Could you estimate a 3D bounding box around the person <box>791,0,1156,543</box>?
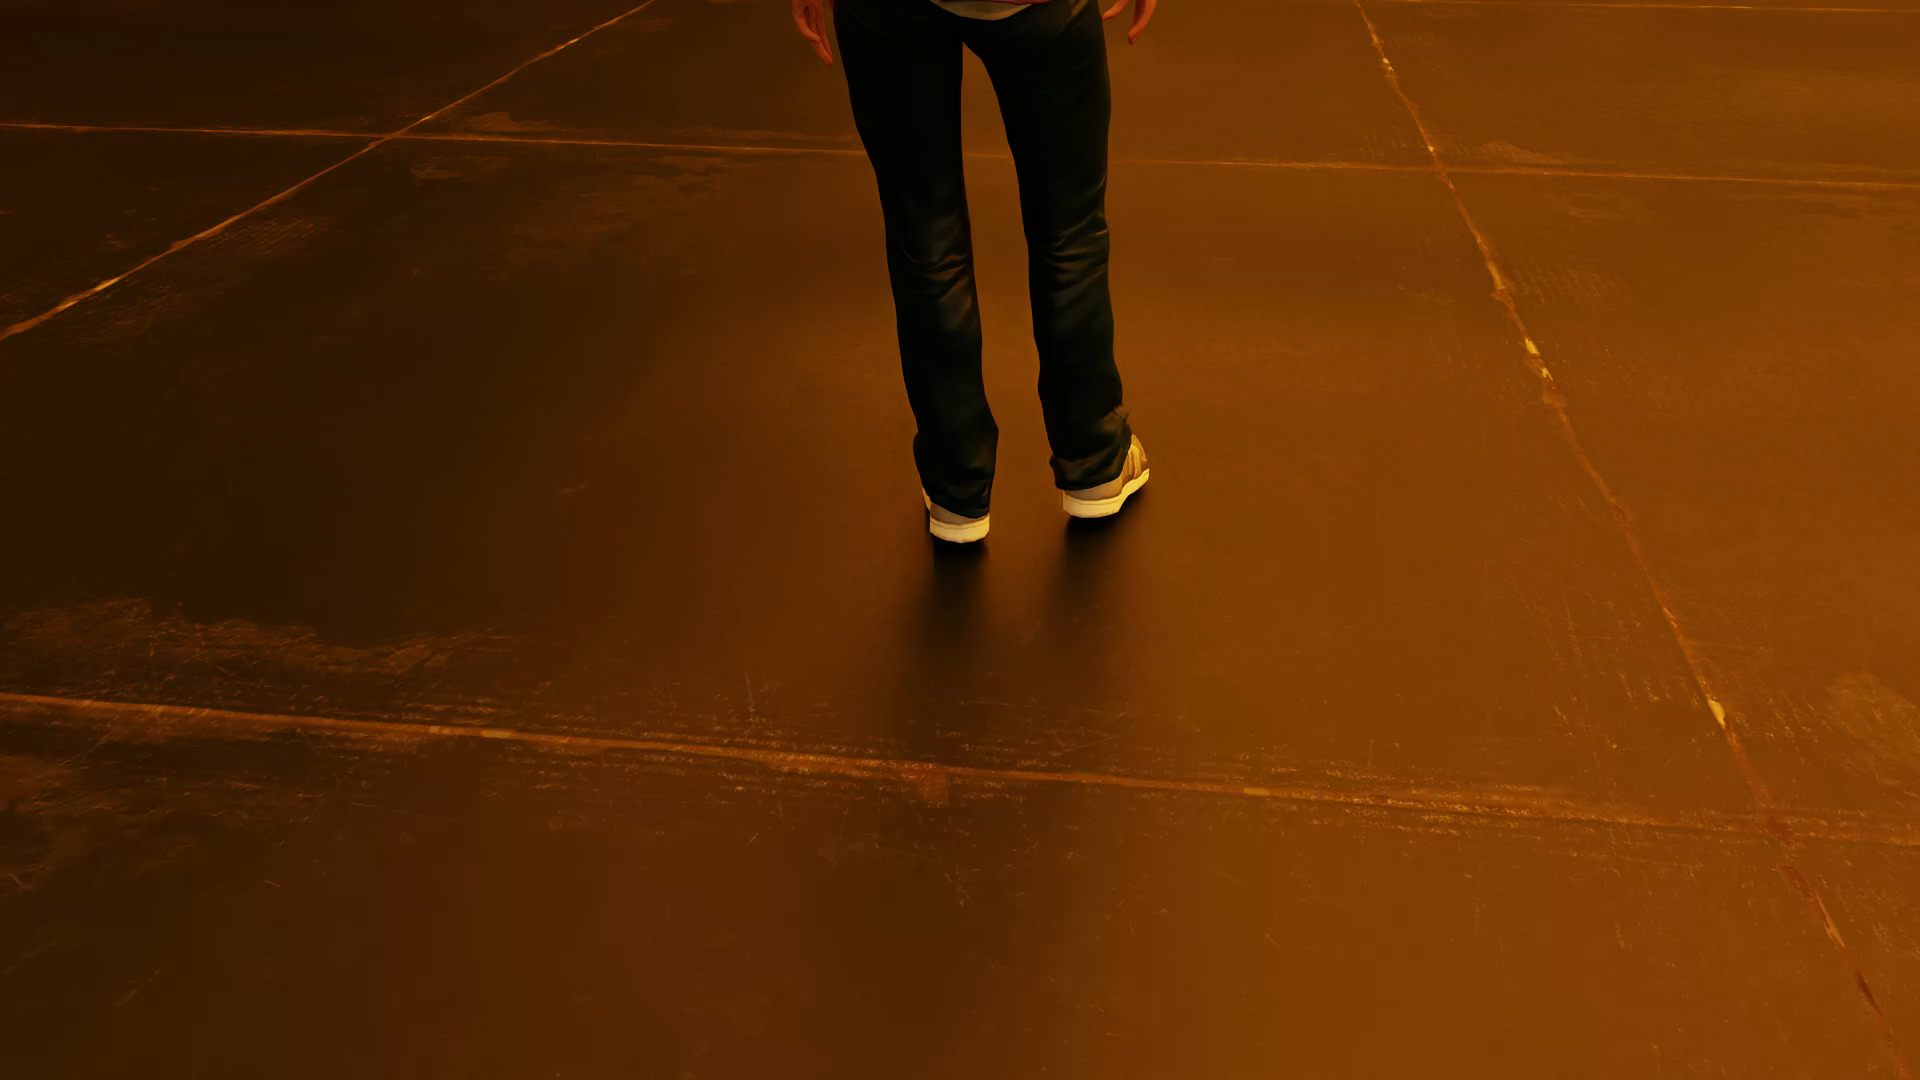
[{"bbox_3d":[0.024,-0.753,2.204,0.520,1.597,0.476,3,27,7],"label":"person"}]
